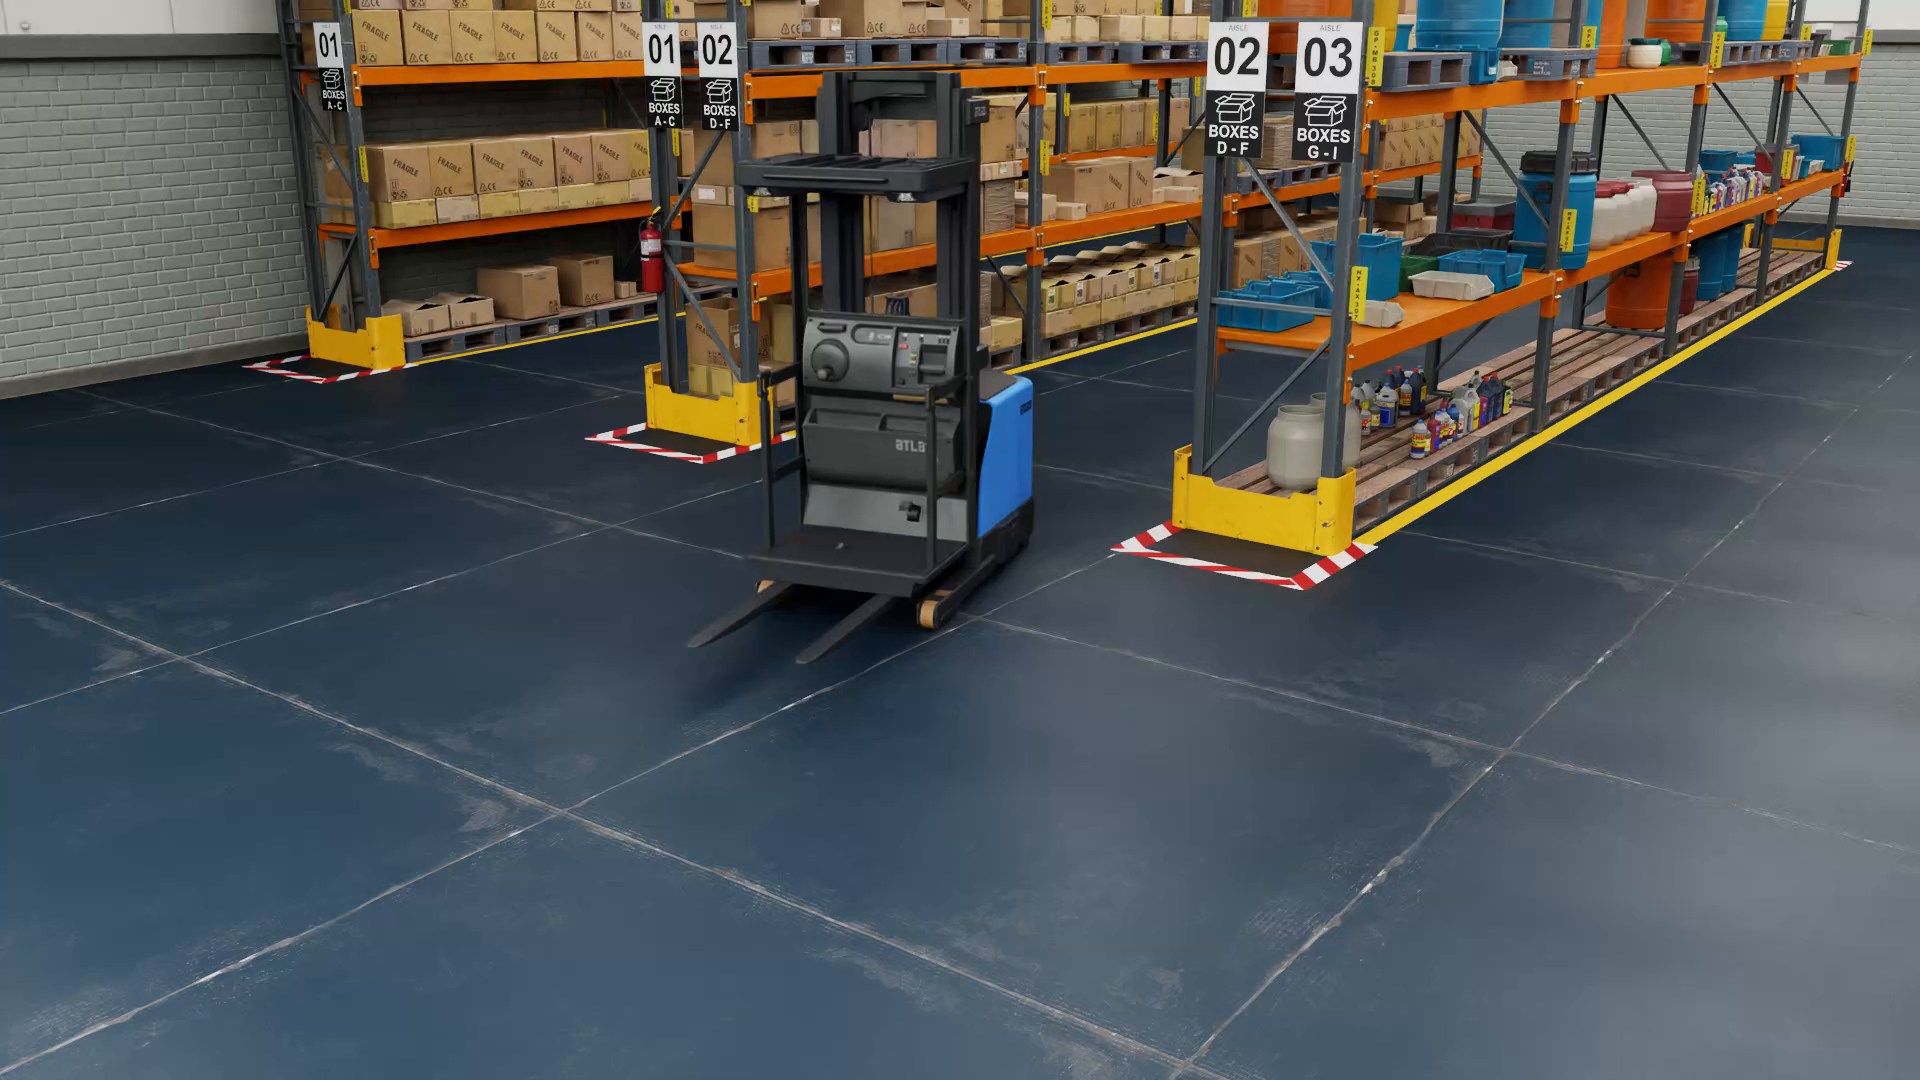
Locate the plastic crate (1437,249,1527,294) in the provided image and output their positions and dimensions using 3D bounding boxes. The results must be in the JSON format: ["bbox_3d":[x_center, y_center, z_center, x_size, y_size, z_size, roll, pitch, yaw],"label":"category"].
[{"bbox_3d":[3.890,-2.012,12.415,0.499,0.251,0.616,12,21,35],"label":"plastic crate"}]

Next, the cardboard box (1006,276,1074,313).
[{"bbox_3d":[0.802,-2.480,16.655,0.500,0.311,0.500,13,21,35],"label":"cardboard box"}]

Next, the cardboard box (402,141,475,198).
[{"bbox_3d":[-5.180,-3.665,16.442,0.500,0.500,0.500,12,21,35],"label":"cardboard box"}]

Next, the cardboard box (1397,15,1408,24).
[{"bbox_3d":[5.611,-6.848,22.088,0.500,0.250,0.500,12,21,35],"label":"cardboard box"}]

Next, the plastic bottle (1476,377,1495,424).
[{"bbox_3d":[4.065,-1.089,12.919,0.144,0.351,0.185,11,20,32],"label":"plastic bottle"}]

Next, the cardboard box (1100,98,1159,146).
[{"bbox_3d":[2.804,-6.848,27.232,0.980,0.700,0.700,12,21,34],"label":"cardboard box"}]

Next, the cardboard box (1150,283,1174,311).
[{"bbox_3d":[2.015,-2.700,18.308,0.500,0.250,0.500,13,21,36],"label":"cardboard box"}]

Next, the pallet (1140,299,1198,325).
[{"bbox_3d":[2.217,-2.702,19.090,1.003,0.211,1.213,12,21,35],"label":"pallet"}]

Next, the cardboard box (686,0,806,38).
[{"bbox_3d":[-1.682,-4.203,13.045,0.797,0.503,0.637,14,22,38],"label":"cardboard box"}]

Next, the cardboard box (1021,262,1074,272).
[{"bbox_3d":[0.971,-2.816,17.738,0.500,0.311,0.500,12,21,35],"label":"cardboard box"}]

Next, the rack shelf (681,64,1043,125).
[{"bbox_3d":[-0.836,-3.883,14.346,1.077,0.370,4.000,12,21,35],"label":"rack shelf"}]

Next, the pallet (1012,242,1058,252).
[{"bbox_3d":[0.742,-4.522,24.948,1.003,0.211,1.213,12,21,35],"label":"pallet"}]

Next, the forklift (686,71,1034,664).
[{"bbox_3d":[-0.523,-1.043,9.160,1.130,2.935,3.031,6,18,20],"label":"forklift"}]

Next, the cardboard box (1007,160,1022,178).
[{"bbox_3d":[0.365,-3.525,15.776,0.380,0.149,0.250,12,21,35],"label":"cardboard box"}]

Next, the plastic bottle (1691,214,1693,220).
[{"bbox_3d":[7.323,-3.354,16.705,0.097,0.271,0.097,0,17,0],"label":"plastic bottle"}]

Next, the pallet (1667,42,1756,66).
[{"bbox_3d":[7.249,-4.854,16.578,1.003,0.211,1.213,12,21,35],"label":"pallet"}]

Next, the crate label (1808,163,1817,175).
[{"bbox_3d":[10.810,-4.792,21.460,0.396,0.136,0.243,12,21,35],"label":"crate label"}]

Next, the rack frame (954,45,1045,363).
[{"bbox_3d":[0.355,-3.271,16.218,1.000,3.000,0.127,12,21,35],"label":"rack frame"}]

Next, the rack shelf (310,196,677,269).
[{"bbox_3d":[-4.817,-3.325,17.606,1.077,0.370,4.000,12,21,35],"label":"rack shelf"}]

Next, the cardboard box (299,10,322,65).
[{"bbox_3d":[-5.963,-4.826,15.967,0.500,0.500,0.500,14,22,39],"label":"cardboard box"}]

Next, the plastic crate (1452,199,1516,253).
[{"bbox_3d":[4.374,-2.594,13.932,0.402,0.464,0.583,12,21,35],"label":"plastic crate"}]

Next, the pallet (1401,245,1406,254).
[{"bbox_3d":[5.532,-4.008,23.293,1.003,0.211,1.213,12,21,35],"label":"pallet"}]

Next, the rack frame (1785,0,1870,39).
[{"bbox_3d":[11.481,-8.118,21.710,1.000,3.000,0.127,12,21,35],"label":"rack frame"}]

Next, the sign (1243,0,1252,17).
[{"bbox_3d":[3.180,-5.841,18.430,0.100,0.325,0.005,12,21,35],"label":"sign"}]

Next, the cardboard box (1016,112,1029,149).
[{"bbox_3d":[0.773,-5.972,24.213,0.500,0.500,0.500,13,21,35],"label":"cardboard box"}]

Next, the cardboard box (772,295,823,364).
[{"bbox_3d":[-1.233,-1.771,14.053,0.500,0.500,0.500,12,21,35],"label":"cardboard box"}]

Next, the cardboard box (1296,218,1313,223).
[{"bbox_3d":[4.329,-3.991,22.011,0.500,0.500,0.500,13,21,35],"label":"cardboard box"}]

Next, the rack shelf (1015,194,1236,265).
[{"bbox_3d":[1.547,-3.403,17.858,1.077,0.370,4.000,12,21,35],"label":"rack shelf"}]

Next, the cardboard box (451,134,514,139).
[{"bbox_3d":[-4.986,-4.000,17.522,0.500,0.500,0.500,13,21,35],"label":"cardboard box"}]

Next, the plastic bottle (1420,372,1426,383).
[{"bbox_3d":[3.705,-1.208,13.415,0.061,0.283,0.133,12,21,35],"label":"plastic bottle"}]

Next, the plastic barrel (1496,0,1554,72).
[{"bbox_3d":[4.460,-4.226,13.391,0.600,0.901,0.708,12,21,35],"label":"plastic barrel"}]

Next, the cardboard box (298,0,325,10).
[{"bbox_3d":[-5.962,-5.309,15.834,0.500,0.500,0.500,14,22,37],"label":"cardboard box"}]

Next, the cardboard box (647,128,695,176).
[{"bbox_3d":[-3.295,-4.518,19.325,0.700,0.500,0.500,12,21,35],"label":"cardboard box"}]

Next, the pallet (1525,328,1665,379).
[{"bbox_3d":[6.222,-1.838,16.306,1.003,0.211,1.213,12,21,35],"label":"pallet"}]

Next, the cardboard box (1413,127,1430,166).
[{"bbox_3d":[6.247,-5.538,23.352,0.500,0.500,0.500,12,21,34],"label":"cardboard box"}]

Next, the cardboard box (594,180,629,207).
[{"bbox_3d":[-3.967,-3.799,18.140,0.500,0.250,0.500,13,21,35],"label":"cardboard box"}]

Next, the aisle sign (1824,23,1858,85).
[{"bbox_3d":[11.759,-6.459,22.103,0.394,0.787,0.004,12,21,35],"label":"aisle sign"}]

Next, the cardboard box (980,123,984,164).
[{"bbox_3d":[-0.204,-3.711,15.278,0.700,0.500,0.500,12,21,35],"label":"cardboard box"}]

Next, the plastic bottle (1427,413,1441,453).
[{"bbox_3d":[3.428,-0.782,12.043,0.061,0.283,0.133,13,21,36],"label":"plastic bottle"}]

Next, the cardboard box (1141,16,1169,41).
[{"bbox_3d":[1.866,-5.404,17.576,0.500,0.250,0.500,12,21,34],"label":"cardboard box"}]

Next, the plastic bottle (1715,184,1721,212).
[{"bbox_3d":[7.957,-3.604,17.490,0.061,0.283,0.133,12,21,35],"label":"plastic bottle"}]

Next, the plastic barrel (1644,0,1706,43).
[{"bbox_3d":[7.055,-5.320,16.327,0.600,0.830,0.708,12,21,35],"label":"plastic barrel"}]

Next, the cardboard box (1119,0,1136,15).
[{"bbox_3d":[2.383,-8.380,25.726,0.500,0.500,0.500,13,21,35],"label":"cardboard box"}]

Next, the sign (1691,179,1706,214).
[{"bbox_3d":[7.161,-3.330,16.132,0.100,0.325,0.005,12,21,35],"label":"sign"}]

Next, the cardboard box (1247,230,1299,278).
[{"bbox_3d":[3.850,-3.542,20.564,0.500,0.500,0.500,12,21,34],"label":"cardboard box"}]

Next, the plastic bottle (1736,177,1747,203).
[{"bbox_3d":[8.605,-3.882,18.397,0.152,0.276,0.135,12,21,35],"label":"plastic bottle"}]

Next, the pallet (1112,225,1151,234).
[{"bbox_3d":[2.384,-5.178,27.062,1.003,0.211,1.213,12,21,35],"label":"pallet"}]

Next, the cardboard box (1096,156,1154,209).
[{"bbox_3d":[1.752,-3.869,17.975,0.500,0.500,0.500,11,20,32],"label":"cardboard box"}]

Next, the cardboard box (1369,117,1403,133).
[{"bbox_3d":[5.629,-5.764,22.392,0.500,0.500,0.500,13,22,36],"label":"cardboard box"}]

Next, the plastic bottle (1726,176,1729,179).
[{"bbox_3d":[8.493,-3.898,18.455,0.097,0.271,0.097,0,17,0],"label":"plastic bottle"}]

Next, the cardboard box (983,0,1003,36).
[{"bbox_3d":[0.249,-7.407,23.568,0.700,0.500,0.500,12,21,34],"label":"cardboard box"}]

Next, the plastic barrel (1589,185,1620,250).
[{"bbox_3d":[5.515,-2.823,14.548,0.433,0.535,0.433,0,17,0],"label":"plastic barrel"}]

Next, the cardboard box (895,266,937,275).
[{"bbox_3d":[-0.464,-2.341,15.887,0.500,0.500,0.500,12,21,35],"label":"cardboard box"}]

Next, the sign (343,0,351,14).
[{"bbox_3d":[-5.573,-4.946,15.083,0.100,0.325,0.005,12,21,35],"label":"sign"}]

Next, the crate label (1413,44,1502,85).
[{"bbox_3d":[3.329,-3.191,11.153,0.502,0.251,0.408,12,21,35],"label":"crate label"}]
